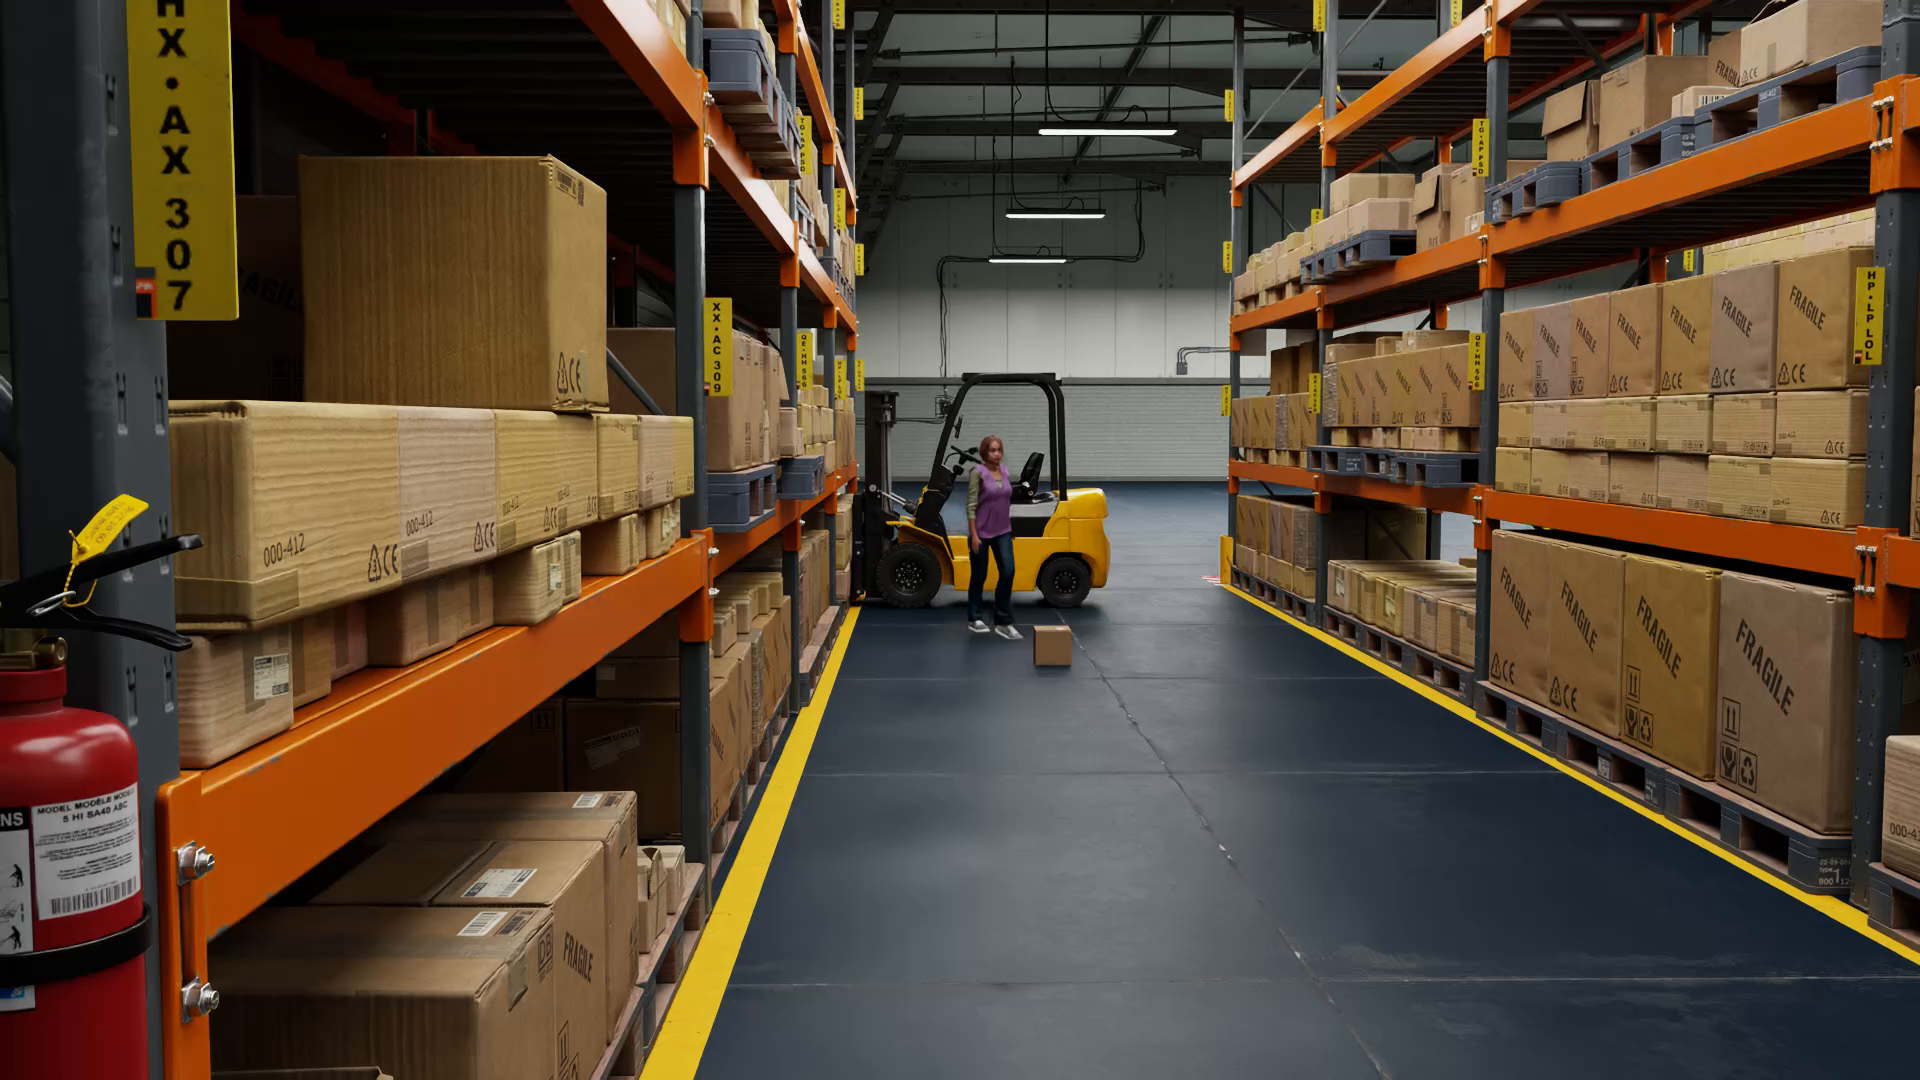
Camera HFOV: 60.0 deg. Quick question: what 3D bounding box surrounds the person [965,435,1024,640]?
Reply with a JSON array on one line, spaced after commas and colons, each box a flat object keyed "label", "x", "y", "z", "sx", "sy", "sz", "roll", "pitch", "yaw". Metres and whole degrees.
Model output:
[{"label": "person", "x": 0.207, "y": -0.013, "z": 13.079, "sx": 0.441, "sy": 1.625, "sz": 0.554, "roll": -2, "pitch": 4, "yaw": -29}]
